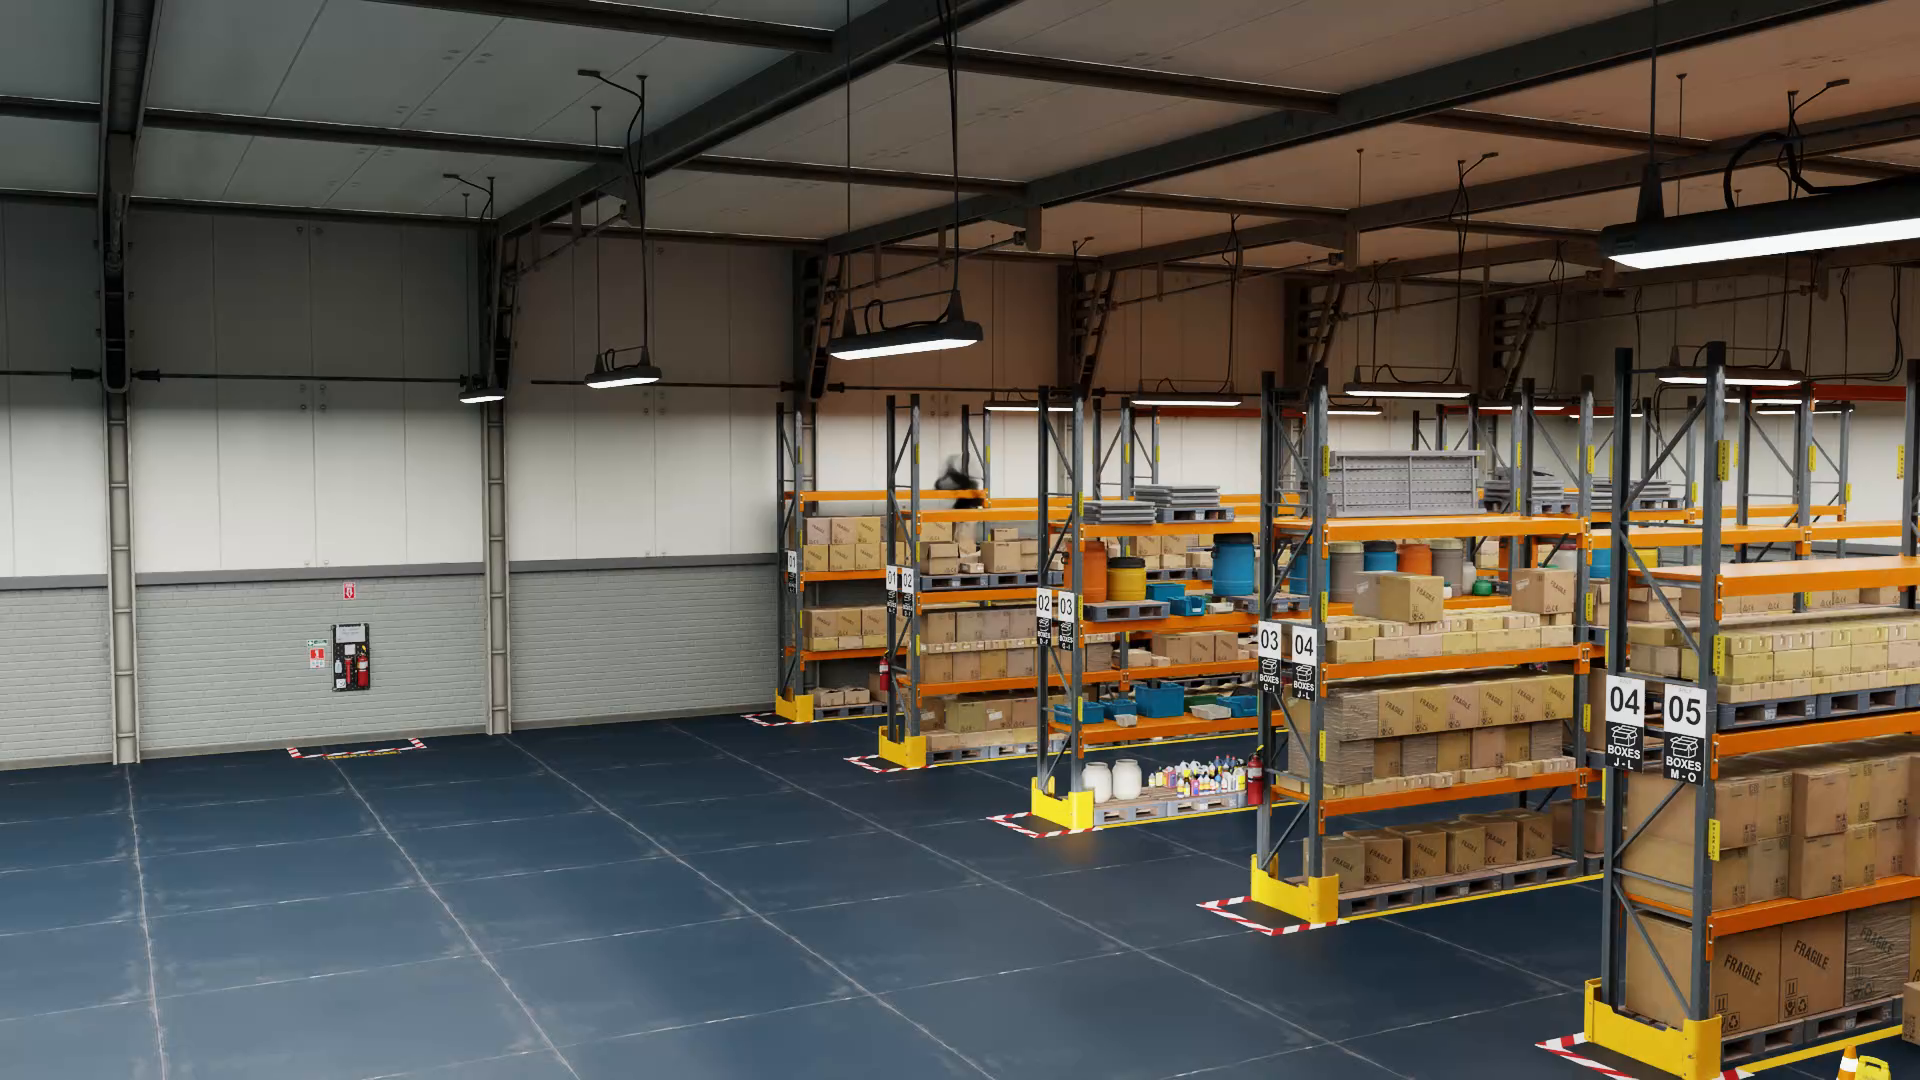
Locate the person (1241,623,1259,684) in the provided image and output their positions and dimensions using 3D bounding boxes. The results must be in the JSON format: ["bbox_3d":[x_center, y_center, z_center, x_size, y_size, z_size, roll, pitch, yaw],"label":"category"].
[{"bbox_3d":[5.932,2.467,33.351,0.727,1.623,0.615,-2,4,-34],"label":"person"}]

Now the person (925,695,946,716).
[{"bbox_3d":[-0.528,2.366,29.228,0.609,1.728,0.707,-2,4,-29],"label":"person"}]

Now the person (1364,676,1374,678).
[{"bbox_3d":[6.710,2.747,27.671,0.934,1.693,0.585,-1,4,-24],"label":"person"}]
